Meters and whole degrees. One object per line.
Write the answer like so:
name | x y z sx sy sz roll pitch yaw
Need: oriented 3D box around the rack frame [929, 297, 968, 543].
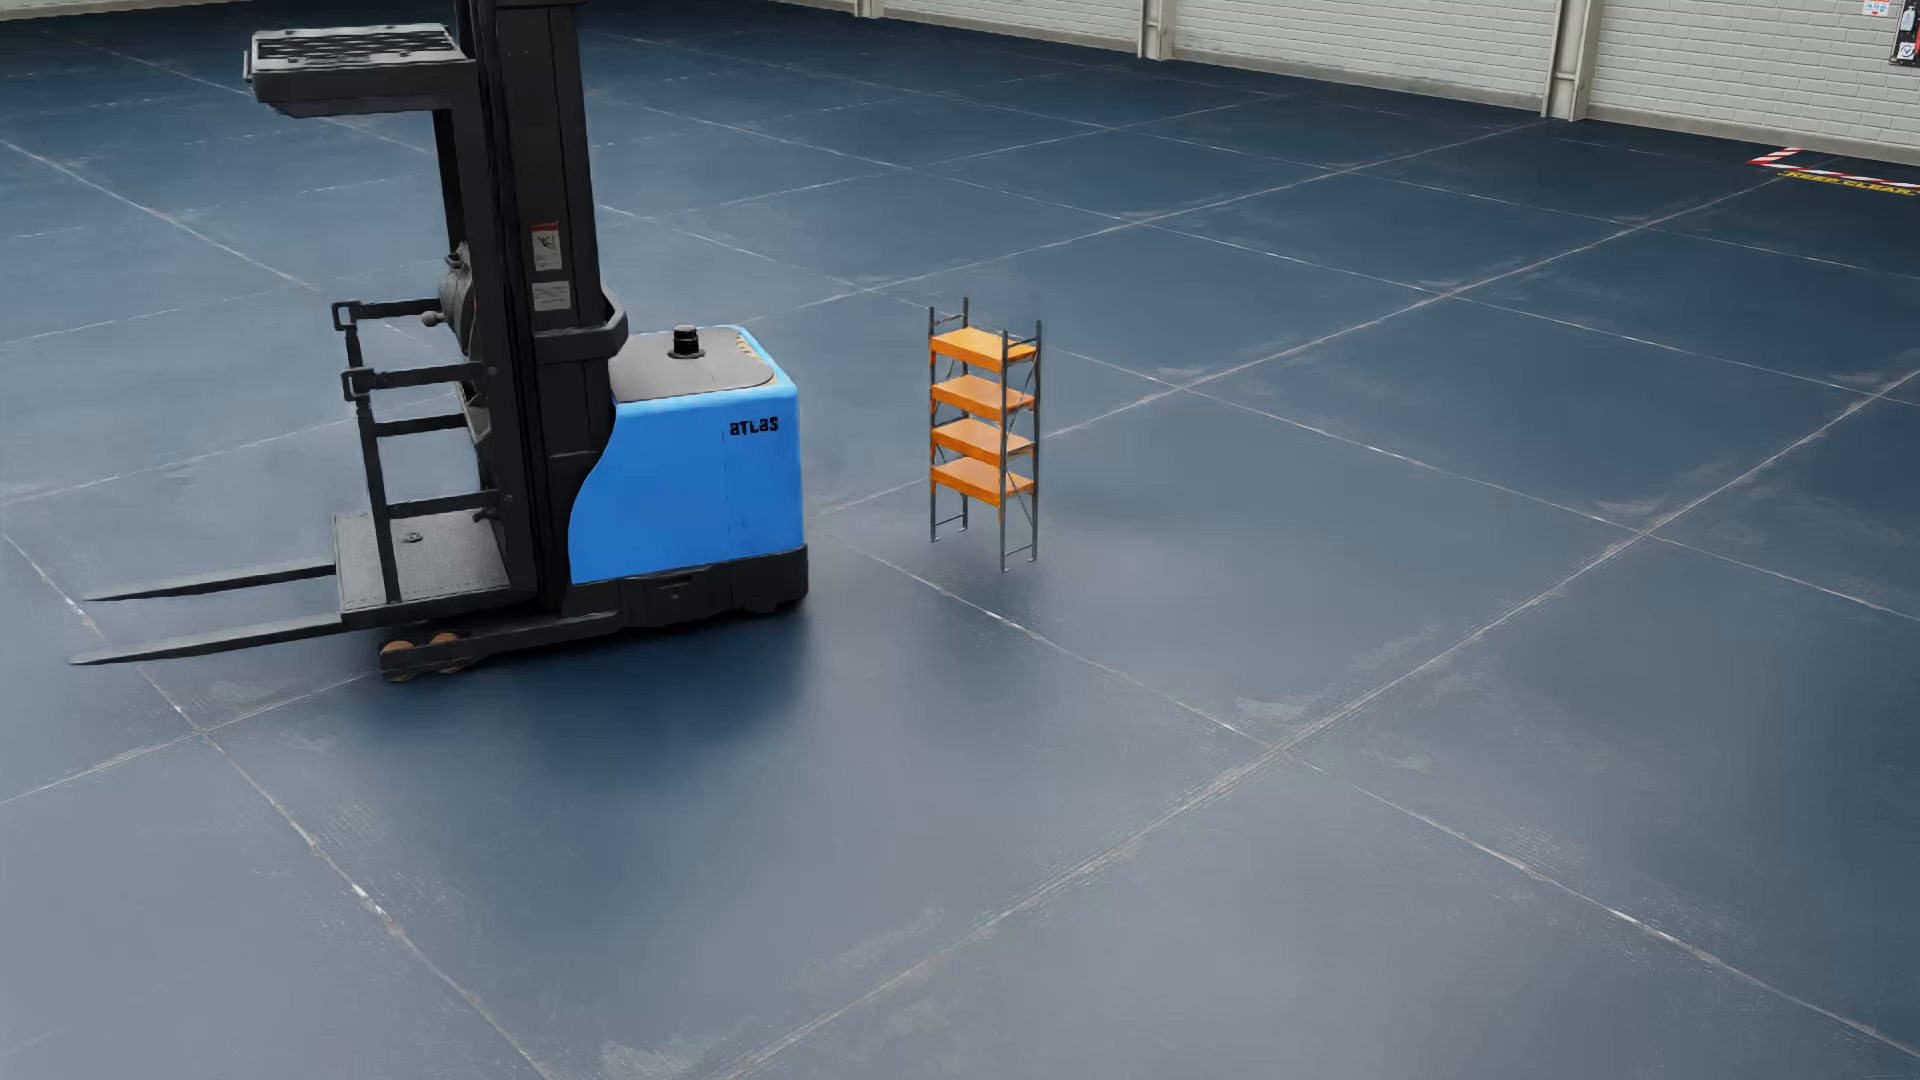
rack frame | -0.054 -0.570 8.053 0.240 1.200 0.015 -21 32 -38

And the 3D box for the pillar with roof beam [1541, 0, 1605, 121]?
pillar with roof beam | 3.621 -7.611 14.092 9.100 9.000 0.400 -21 32 -38

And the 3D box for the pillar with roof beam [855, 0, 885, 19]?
pillar with roof beam | -4.580 -11.247 22.062 9.100 9.000 0.400 -21 32 -38

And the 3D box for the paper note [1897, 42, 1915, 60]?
paper note | 9.133 -4.717 16.038 0.016 0.148 0.142 -21 32 -38

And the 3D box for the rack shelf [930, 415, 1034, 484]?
rack shelf | 0.113 -0.435 7.919 0.258 0.148 0.480 -21 32 -38

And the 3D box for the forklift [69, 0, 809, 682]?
forklift | -2.259 -0.990 6.889 3.031 2.935 1.130 -9 26 -19

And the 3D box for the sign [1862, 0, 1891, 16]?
sign | 8.901 -5.258 16.118 0.001 0.329 0.234 -21 32 -38

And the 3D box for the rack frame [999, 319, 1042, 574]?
rack frame | 0.280 -0.422 7.729 0.240 1.200 0.015 -21 32 -38

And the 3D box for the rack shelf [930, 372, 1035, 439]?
rack shelf | 0.113 -0.638 7.826 0.258 0.148 0.480 -21 32 -38

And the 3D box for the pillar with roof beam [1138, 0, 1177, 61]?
pillar with roof beam | -0.479 -9.429 18.077 9.100 9.000 0.400 -21 32 -38

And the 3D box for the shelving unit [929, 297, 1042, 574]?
shelving unit | 0.113 -0.496 7.891 0.258 1.200 0.503 -21 32 -38

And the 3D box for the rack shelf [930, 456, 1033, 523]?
rack shelf | 0.113 -0.254 8.001 0.258 0.148 0.480 -21 32 -38

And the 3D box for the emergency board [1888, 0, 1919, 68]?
emergency board | 9.211 -5.053 15.712 0.157 1.169 0.626 -21 32 -38

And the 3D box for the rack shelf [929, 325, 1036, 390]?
rack shelf | 0.113 -0.853 7.728 0.258 0.148 0.480 -21 32 -38
